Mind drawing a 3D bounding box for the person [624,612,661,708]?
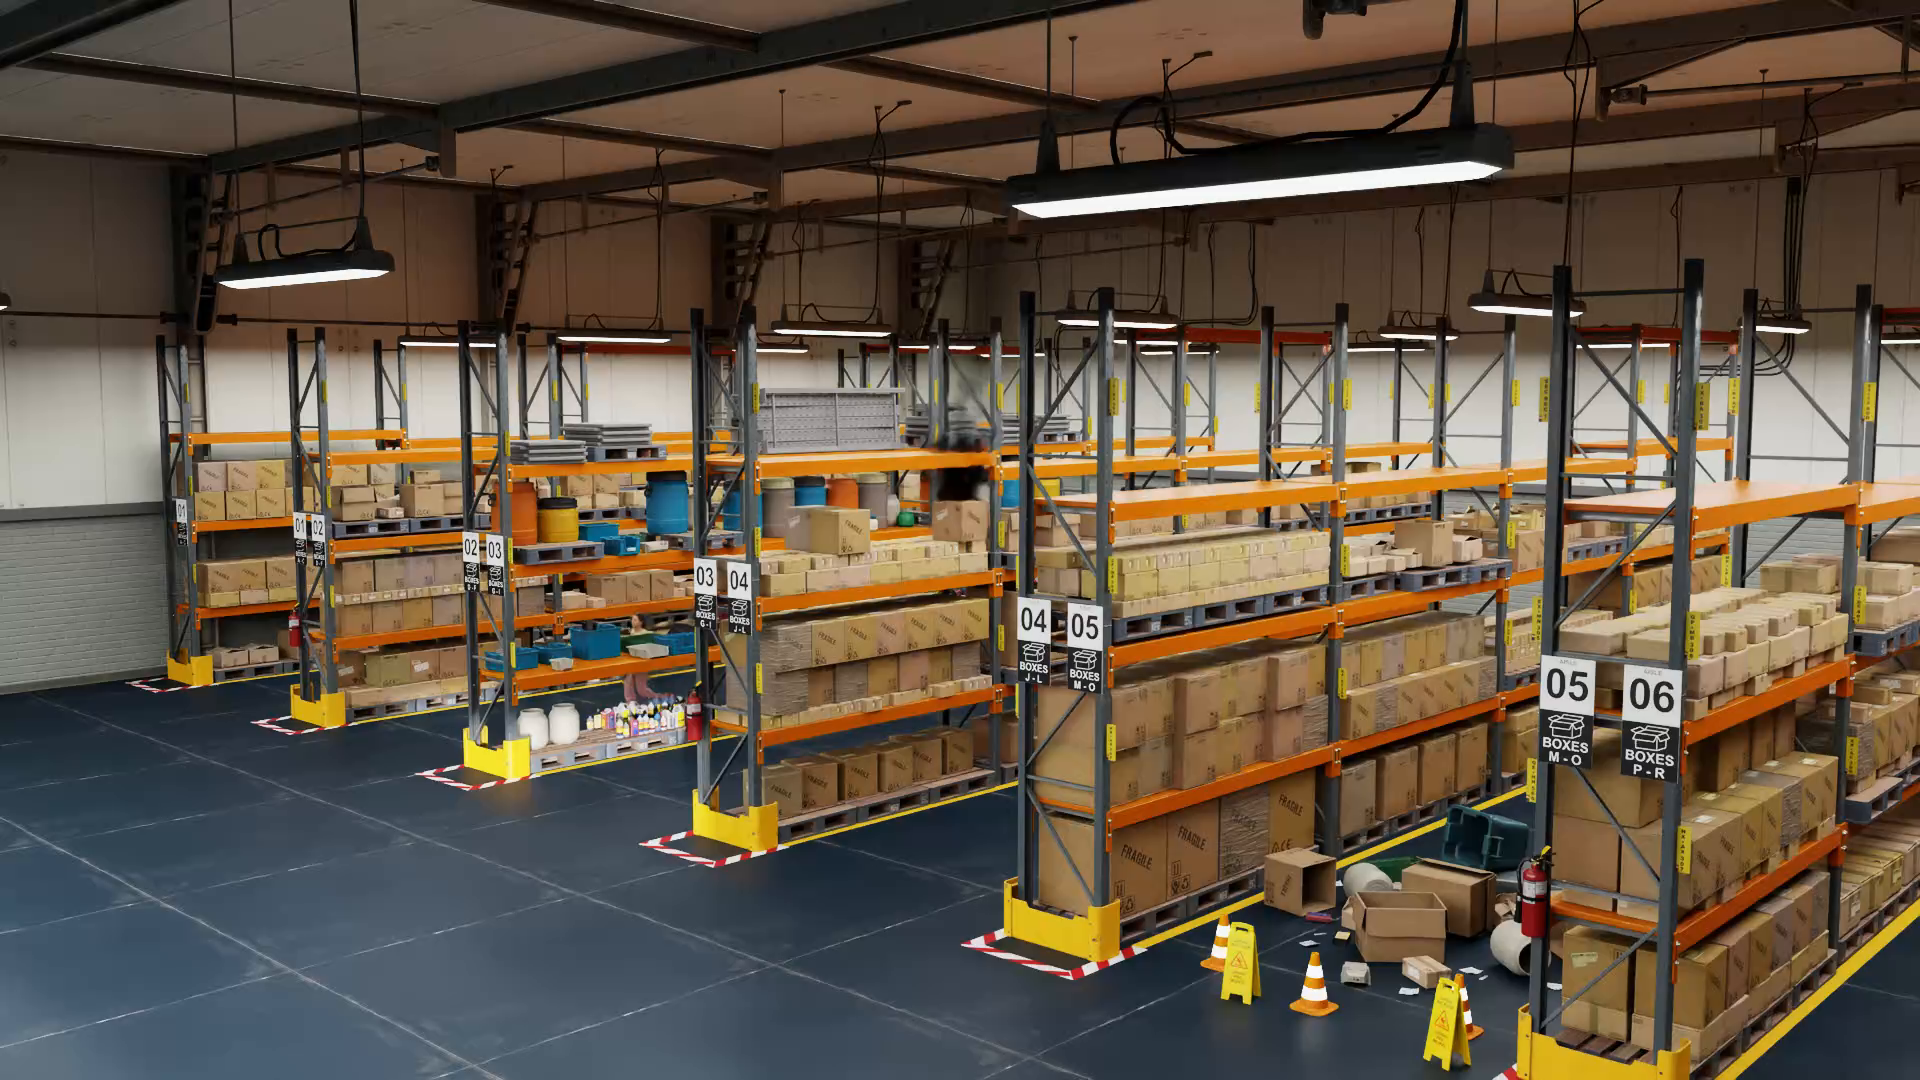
[{"bbox_3d":[-4.930,1.945,25.589,0.597,1.628,0.803,4,7,36],"label":"person"}]
